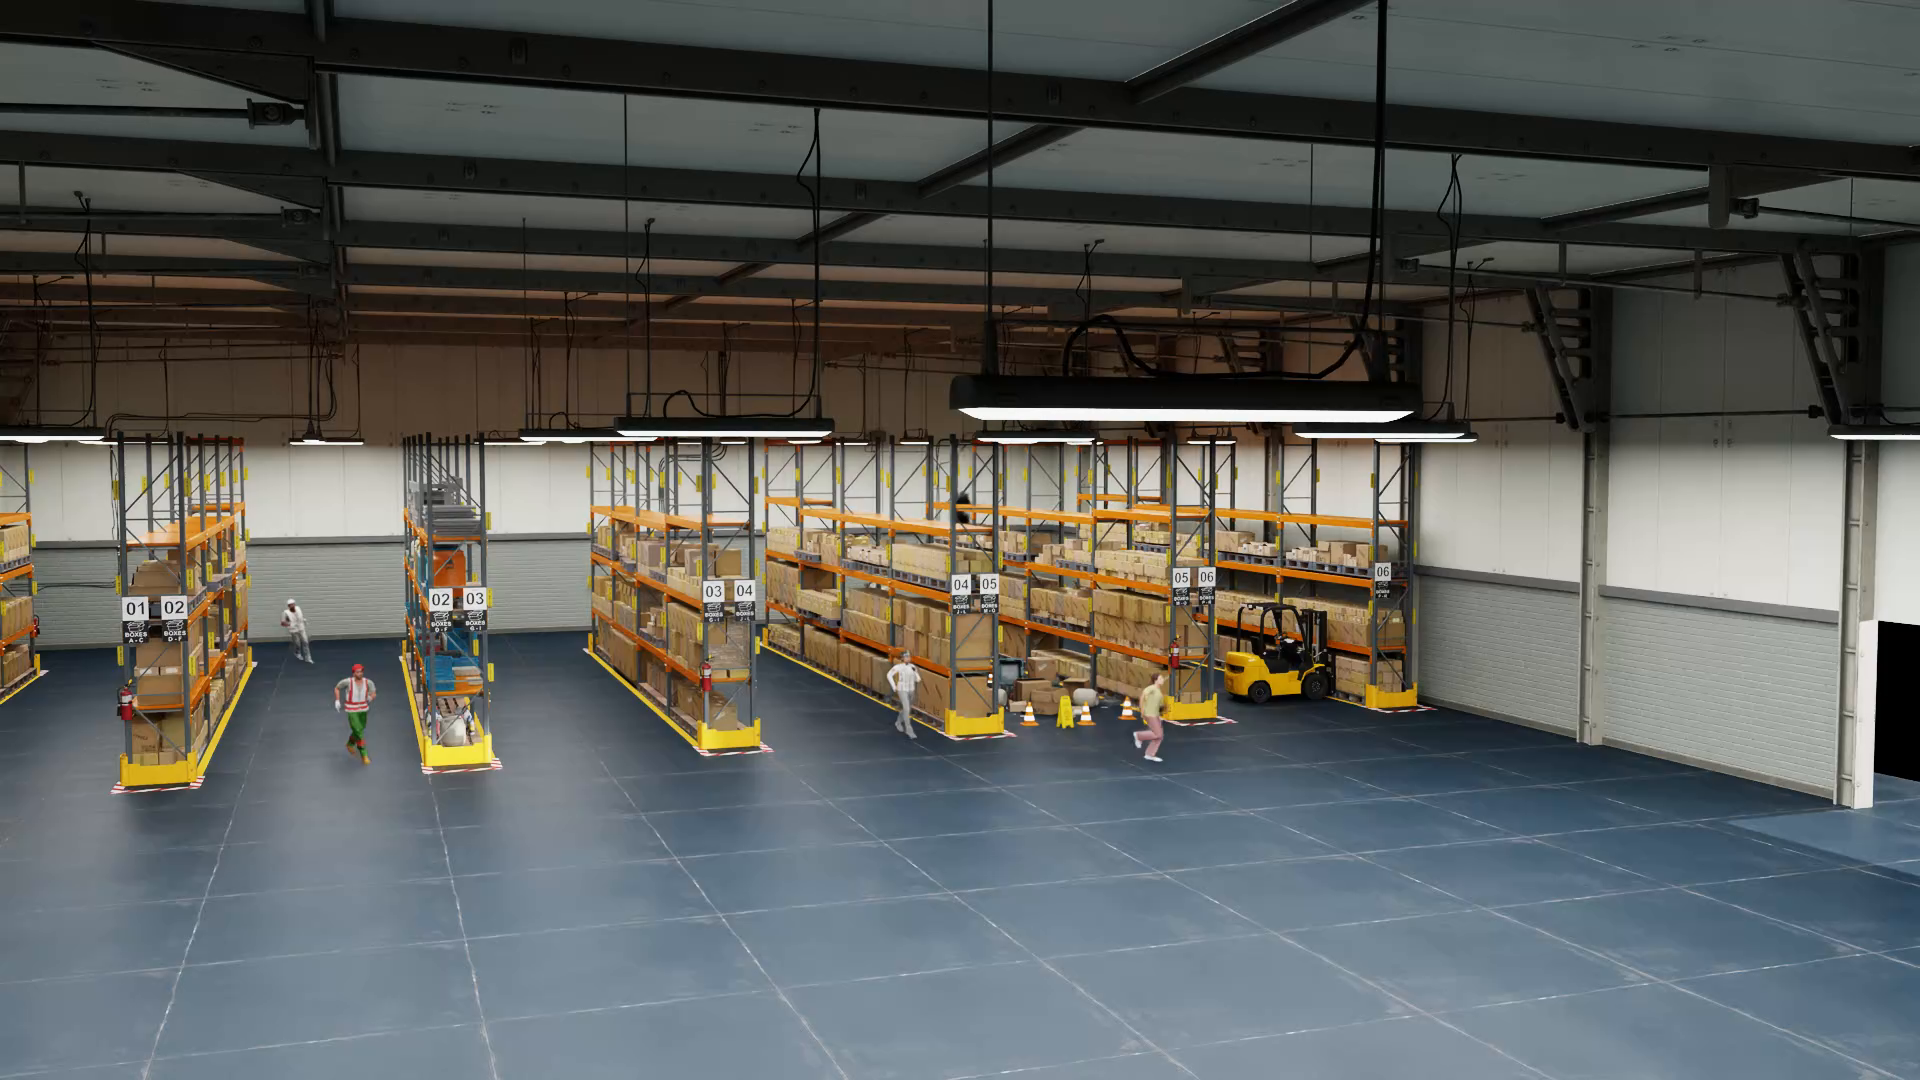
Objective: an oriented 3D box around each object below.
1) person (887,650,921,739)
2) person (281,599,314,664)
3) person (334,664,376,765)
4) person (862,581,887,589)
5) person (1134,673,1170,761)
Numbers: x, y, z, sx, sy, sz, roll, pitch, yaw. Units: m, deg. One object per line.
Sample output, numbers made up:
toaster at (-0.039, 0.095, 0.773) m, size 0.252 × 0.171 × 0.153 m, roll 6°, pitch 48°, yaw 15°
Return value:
person at (-1.069, 3.027, 32.987) m, size 0.598 × 1.707 × 0.853 m, roll -2°, pitch 4°, yaw -37°
person at (-17.705, 2.424, 44.205) m, size 0.843 × 1.741 × 0.720 m, roll 3°, pitch 4°, yaw 40°
person at (-11.007, 3.147, 30.342) m, size 0.688 × 1.806 × 1.018 m, roll -3°, pitch 4°, yaw -39°
person at (-2.615, 1.768, 50.909) m, size 0.765 × 1.884 × 0.685 m, roll -2°, pitch 4°, yaw -28°
person at (3.516, 3.240, 30.515) m, size 0.646 × 1.620 × 0.618 m, roll 2°, pitch 4°, yaw 28°
